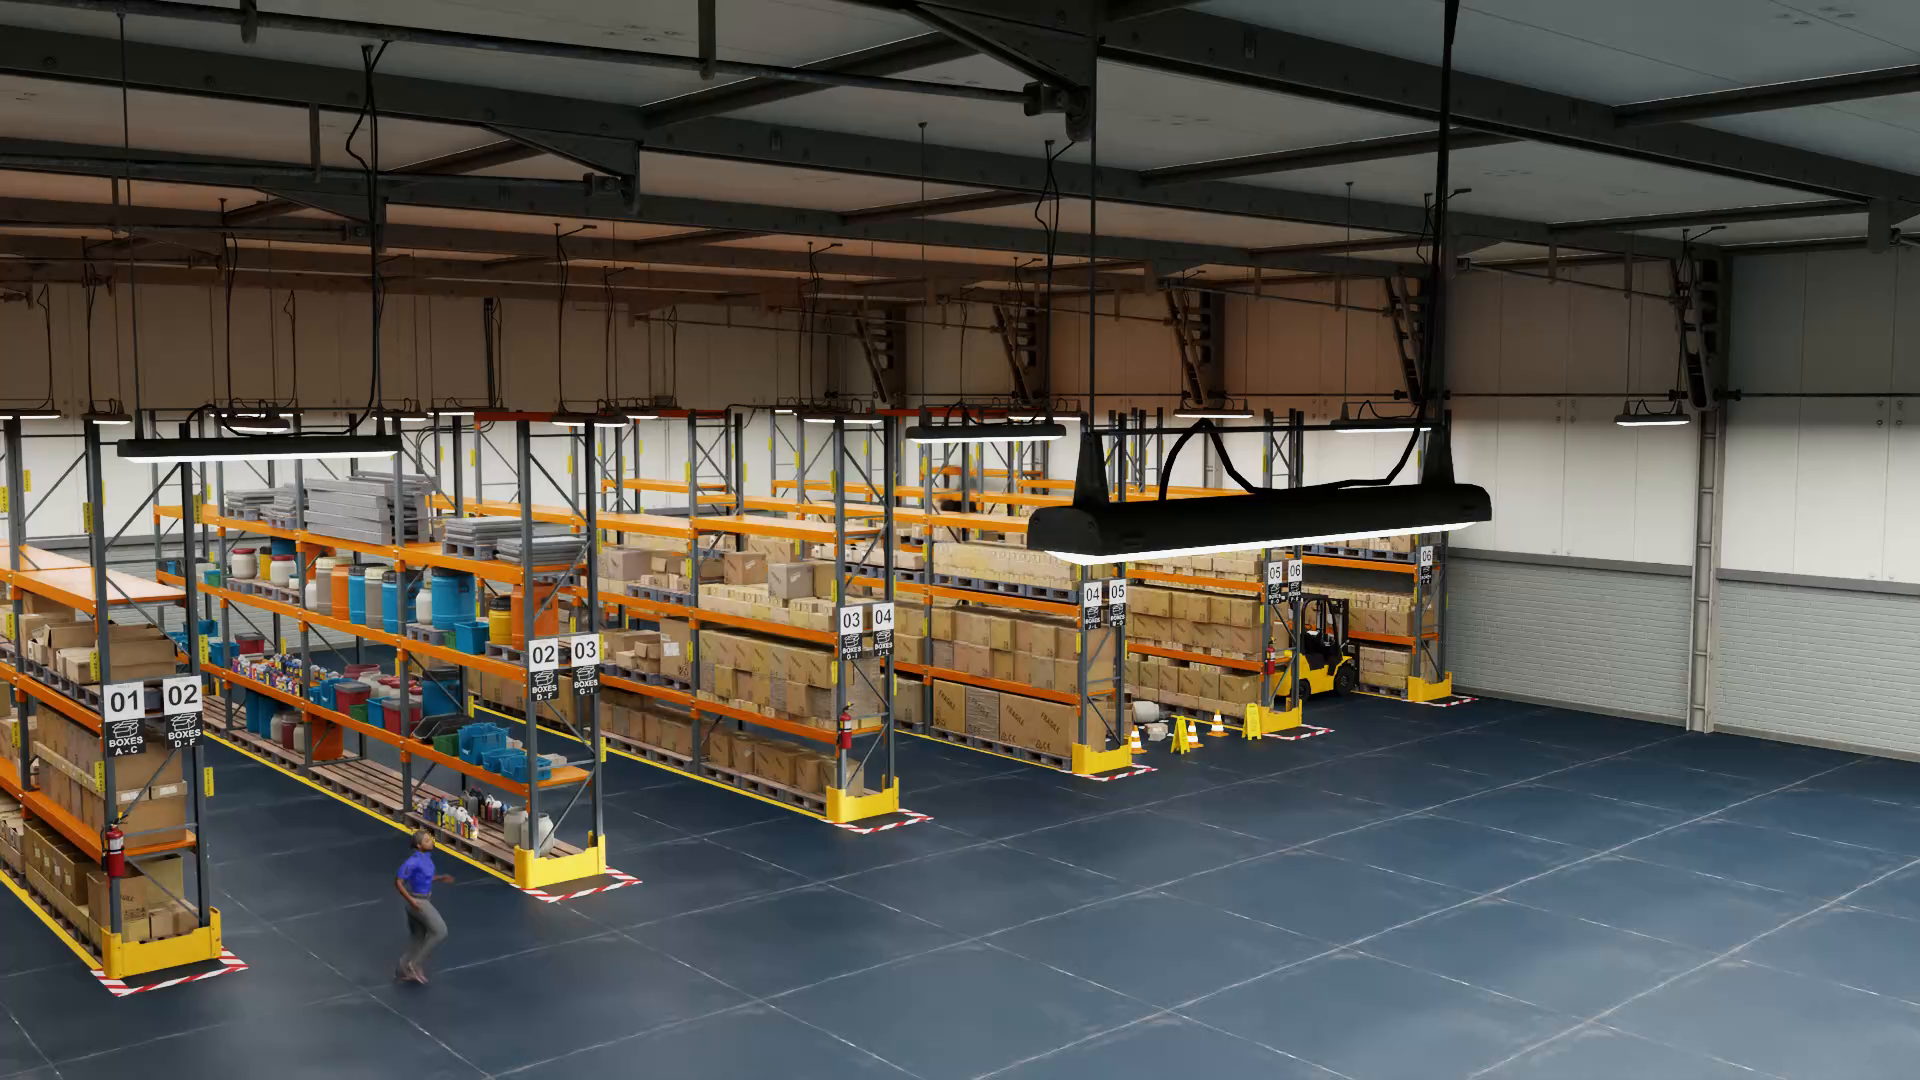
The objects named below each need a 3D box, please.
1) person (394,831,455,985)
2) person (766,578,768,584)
[{"bbox_3d":[-5.783,3.945,17.935,0.652,1.651,0.552,-1,5,-14],"label":"person"},{"bbox_3d":[-5.067,1.567,44.602,0.636,1.695,0.793,-2,5,-19],"label":"person"}]
